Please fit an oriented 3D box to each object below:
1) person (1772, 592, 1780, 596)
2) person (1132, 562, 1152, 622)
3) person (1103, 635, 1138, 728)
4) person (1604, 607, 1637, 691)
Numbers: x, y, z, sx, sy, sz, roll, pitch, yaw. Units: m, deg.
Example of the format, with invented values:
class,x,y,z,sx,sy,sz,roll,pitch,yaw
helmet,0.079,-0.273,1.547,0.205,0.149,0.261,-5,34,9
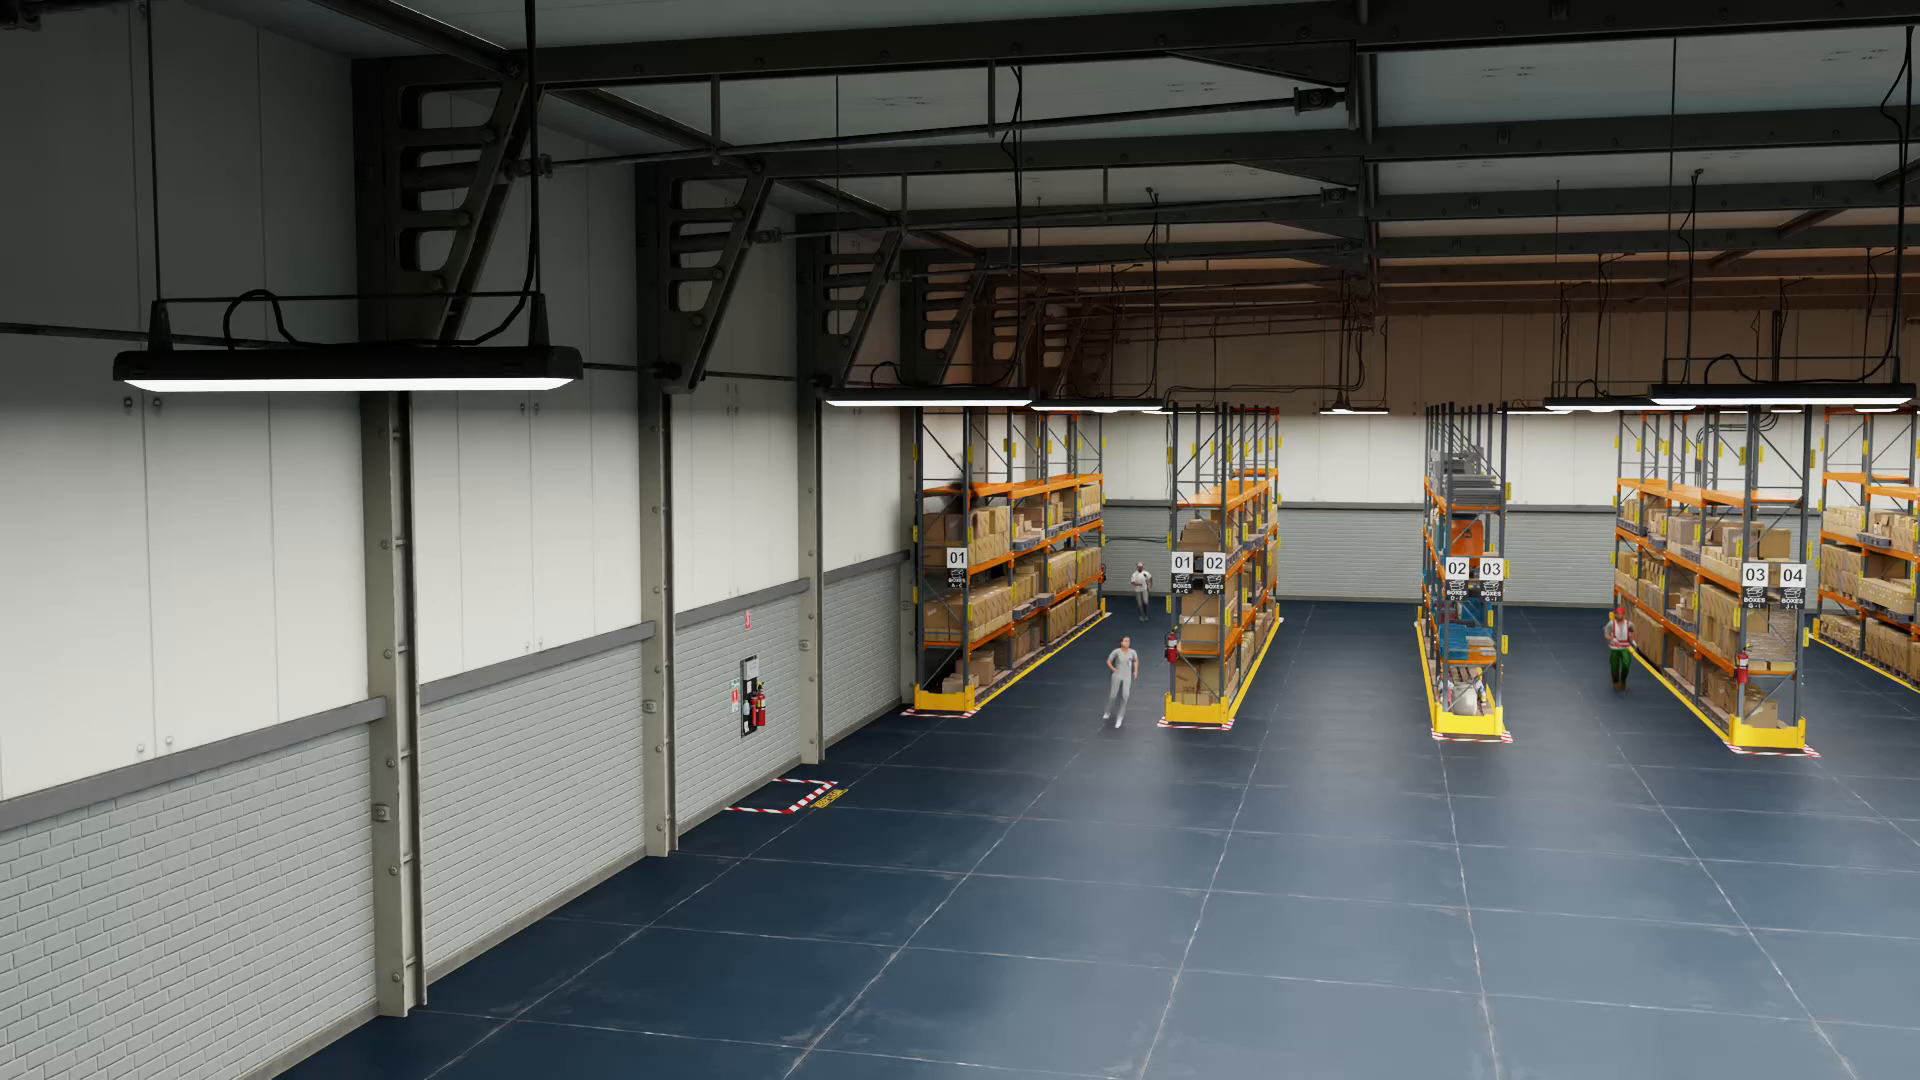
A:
class,x,y,z,sx,sy,sz,roll,pitch,yaw
person,21.570,1.672,44.031,0.852,1.631,0.605,-2,4,-20
person,5.093,1.448,46.572,0.574,1.689,0.656,1,4,8
person,3.025,2.609,31.041,0.655,1.689,0.775,0,4,-4
person,13.757,2.273,34.632,0.643,1.766,0.769,1,4,14
